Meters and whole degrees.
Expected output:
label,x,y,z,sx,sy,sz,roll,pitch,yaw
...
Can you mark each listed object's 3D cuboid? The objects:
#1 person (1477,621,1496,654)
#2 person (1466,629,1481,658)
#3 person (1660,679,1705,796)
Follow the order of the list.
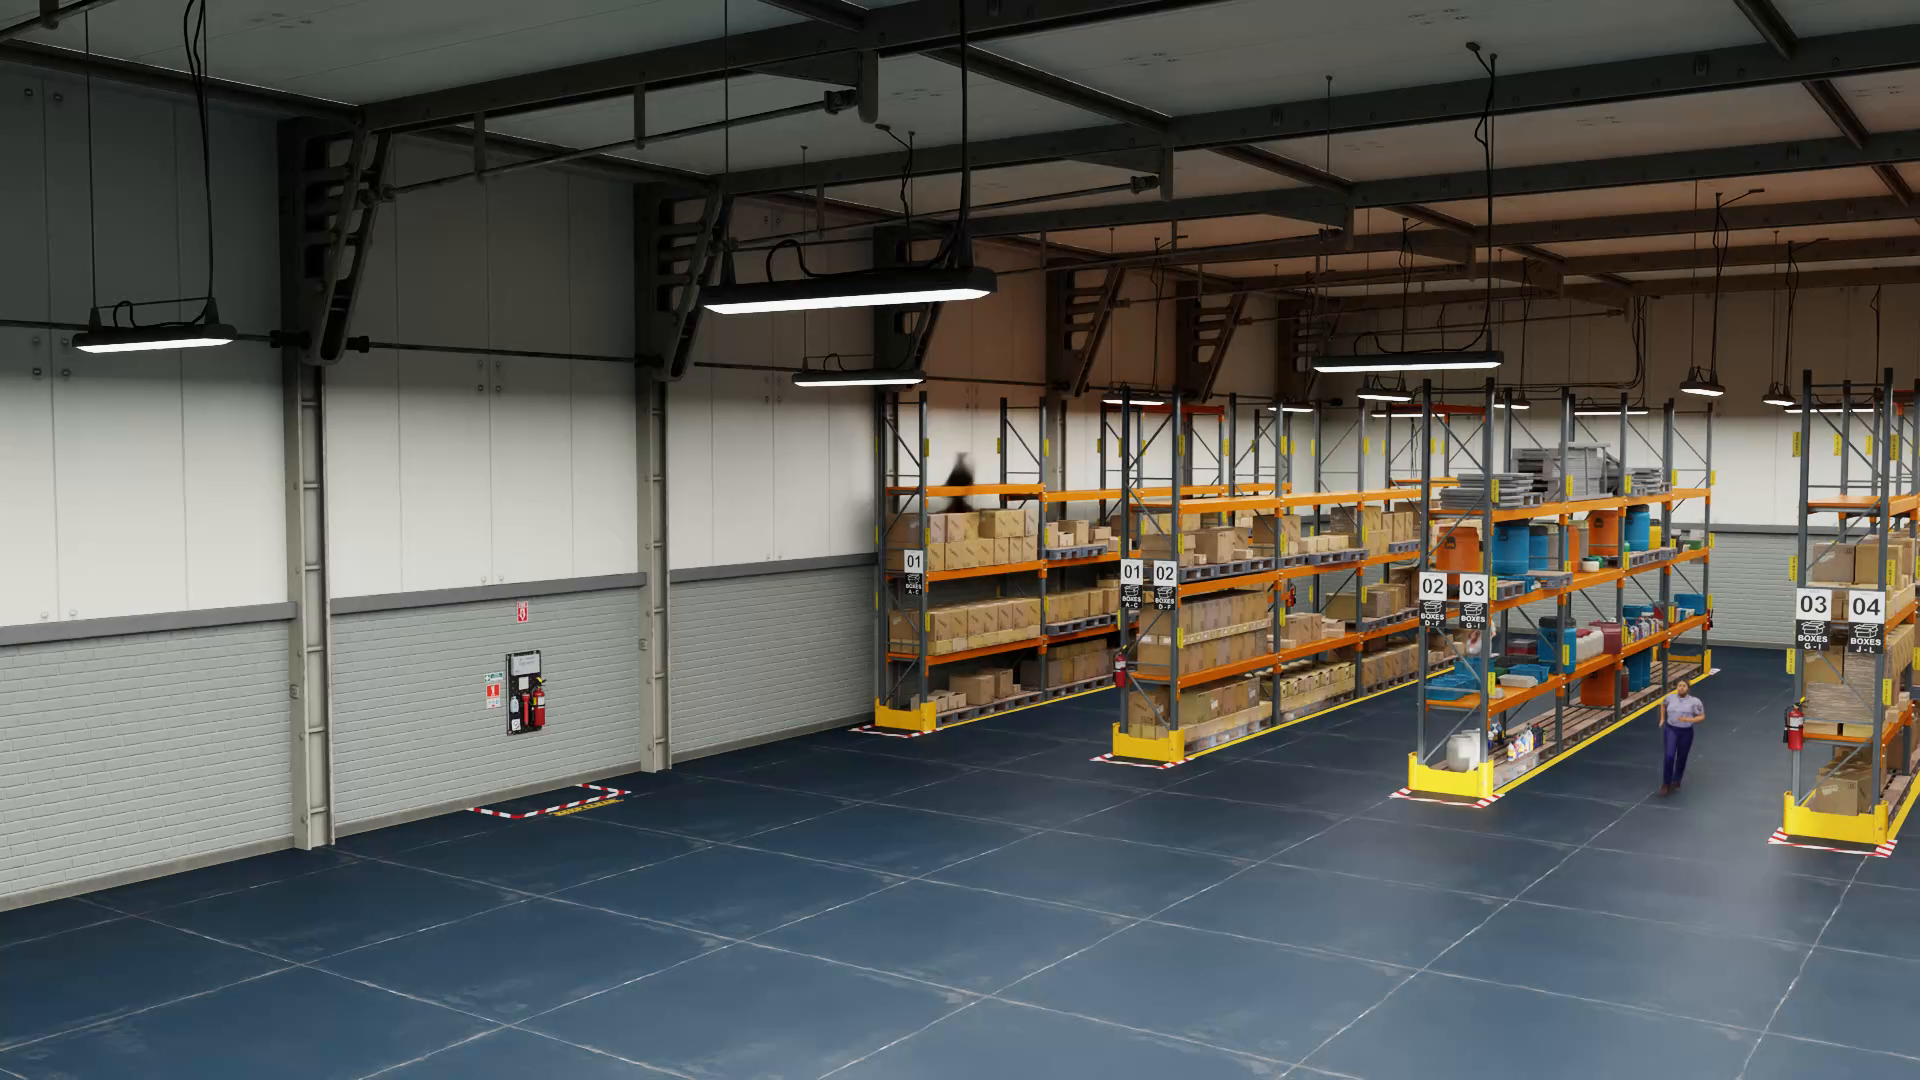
label,x,y,z,sx,sy,sz,roll,pitch,yaw
person,10.960,2.230,34.853,0.533,1.646,0.660,2,4,28
person,9.804,2.461,31.693,0.518,1.545,0.759,2,4,38
person,10.469,2.847,24.123,0.586,1.687,0.699,1,3,21
